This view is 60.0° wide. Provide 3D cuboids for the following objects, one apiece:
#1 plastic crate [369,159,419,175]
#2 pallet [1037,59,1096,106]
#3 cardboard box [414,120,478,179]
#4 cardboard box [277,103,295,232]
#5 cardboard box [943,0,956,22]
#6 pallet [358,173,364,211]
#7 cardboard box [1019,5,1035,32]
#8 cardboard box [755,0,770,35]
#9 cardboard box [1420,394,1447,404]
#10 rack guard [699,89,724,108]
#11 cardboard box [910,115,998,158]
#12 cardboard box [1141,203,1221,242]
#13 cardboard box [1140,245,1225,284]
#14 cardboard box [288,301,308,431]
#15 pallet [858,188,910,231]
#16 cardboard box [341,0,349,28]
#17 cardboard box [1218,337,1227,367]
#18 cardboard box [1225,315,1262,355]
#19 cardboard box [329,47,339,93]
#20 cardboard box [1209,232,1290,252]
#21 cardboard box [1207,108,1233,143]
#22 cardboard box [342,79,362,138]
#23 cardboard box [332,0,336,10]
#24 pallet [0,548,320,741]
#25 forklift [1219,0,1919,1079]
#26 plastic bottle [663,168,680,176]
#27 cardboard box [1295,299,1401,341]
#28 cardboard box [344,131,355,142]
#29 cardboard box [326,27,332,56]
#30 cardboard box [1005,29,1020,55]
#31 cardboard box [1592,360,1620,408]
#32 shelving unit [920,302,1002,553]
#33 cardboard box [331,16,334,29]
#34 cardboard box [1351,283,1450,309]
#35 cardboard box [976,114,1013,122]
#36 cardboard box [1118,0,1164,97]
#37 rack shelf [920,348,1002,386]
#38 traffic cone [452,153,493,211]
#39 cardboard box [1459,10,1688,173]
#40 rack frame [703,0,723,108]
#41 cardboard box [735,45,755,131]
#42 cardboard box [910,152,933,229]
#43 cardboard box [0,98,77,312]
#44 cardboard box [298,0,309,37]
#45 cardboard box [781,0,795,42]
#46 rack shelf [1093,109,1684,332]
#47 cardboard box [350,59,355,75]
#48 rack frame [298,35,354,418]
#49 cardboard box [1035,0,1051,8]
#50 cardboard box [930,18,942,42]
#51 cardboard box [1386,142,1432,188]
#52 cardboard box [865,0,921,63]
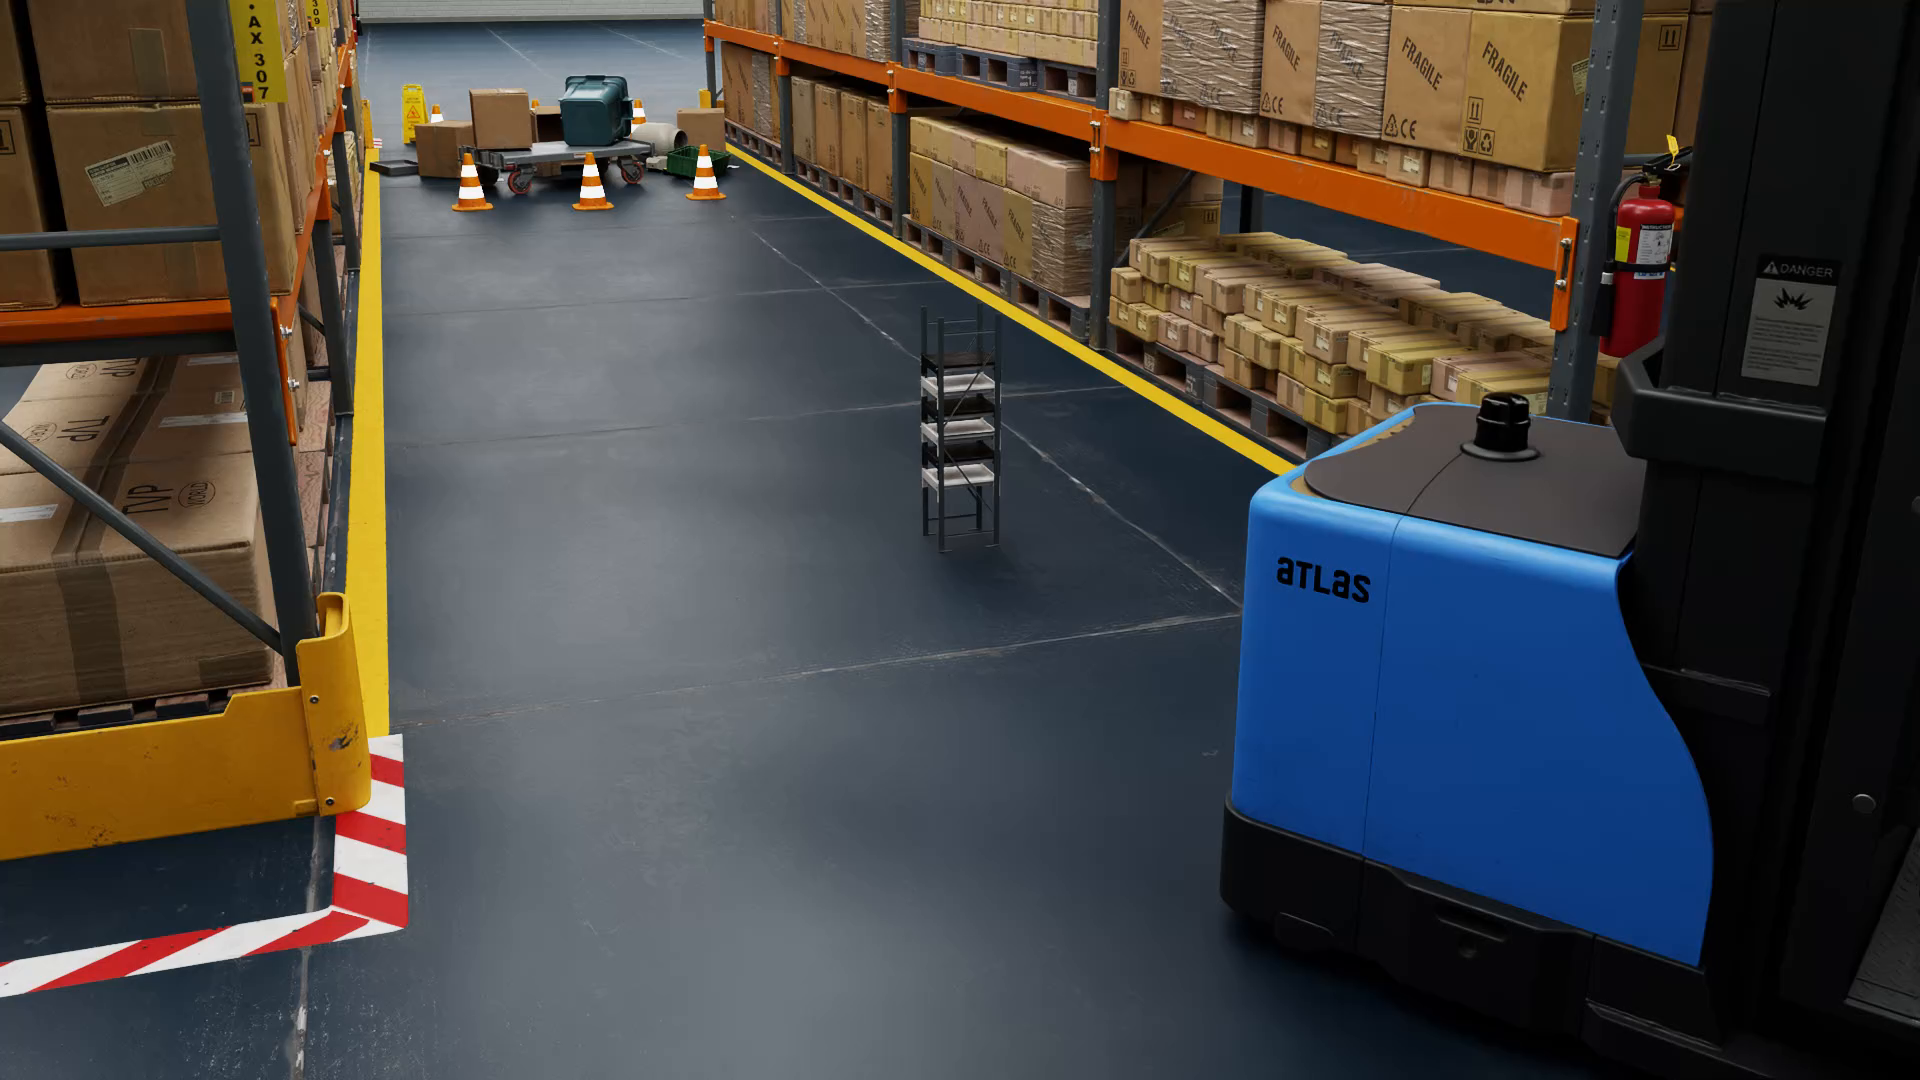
[{"bbox_3d":[-5.671,-3.763,16.775,0.402,0.080,0.583,-15,25,-36],"label":"plastic crate"},{"bbox_3d":[1.124,-2.708,9.801,1.003,0.211,1.213,-6,21,-17],"label":"pallet"},{"bbox_3d":[-5.001,-3.859,16.418,0.500,0.500,0.500,8,21,20],"label":"cardboard box"},{"bbox_3d":[-2.248,-1.086,4.855,0.500,0.500,0.500,-7,21,-18],"label":"cardboard box"},{"bbox_3d":[0.104,-3.692,11.568,0.380,0.149,0.250,-7,21,-19],"label":"cardboard box"},{"bbox_3d":[-5.710,-2.984,14.412,1.003,0.211,1.213,-6,21,-17],"label":"pallet"},{"bbox_3d":[0.583,-3.199,10.195,0.380,0.149,0.250,-8,21,-20],"label":"cardboard box"},{"bbox_3d":[-1.610,-5.466,16.976,0.875,0.550,0.550,-6,21,-17],"label":"cardboard box"},{"bbox_3d":[2.015,-0.478,6.467,0.380,0.149,0.250,-7,21,-18],"label":"cardboard box"},{"bbox_3d":[-2.554,-5.219,20.208,1.175,0.500,0.348,-6,21,-17],"label":"rack guard"},{"bbox_3d":[-0.045,-2.948,12.154,0.500,0.250,0.500,-7,21,-20],"label":"cardboard box"},{"bbox_3d":[1.245,-1.824,10.133,0.500,0.500,0.500,-6,20,-15],"label":"cardboard box"},{"bbox_3d":[1.168,-1.446,8.721,0.380,0.149,0.250,-5,20,-15],"label":"cardboard box"},{"bbox_3d":[-3.346,-0.758,7.258,0.875,0.438,0.875,-7,21,-18],"label":"cardboard box"},{"bbox_3d":[-0.208,-2.770,13.815,1.003,0.211,1.213,-6,21,-17],"label":"pallet"},{"bbox_3d":[-5.830,-4.904,15.044,0.500,0.500,0.500,-6,21,-17],"label":"cardboard box"},{"bbox_3d":[1.491,-0.924,8.147,0.380,0.149,0.250,-7,21,-20],"label":"cardboard box"},{"bbox_3d":[1.477,-0.971,7.840,0.380,0.149,0.250,-7,21,-18],"label":"cardboard box"},{"bbox_3d":[-4.118,-2.895,10.261,0.500,0.250,0.500,-6,21,-16],"label":"cardboard box"},{"bbox_3d":[1.585,-1.587,9.113,0.380,0.149,0.250,-6,21,-16],"label":"cardboard box"},{"bbox_3d":[1.386,-1.963,7.815,0.380,0.149,0.250,-6,21,-16],"label":"cardboard box"},{"bbox_3d":[-5.885,-4.021,15.510,0.500,0.500,0.500,-5,20,-15],"label":"cardboard box"},{"bbox_3d":[-5.280,-4.482,13.248,0.500,0.500,0.500,-6,21,-15],"label":"cardboard box"},{"bbox_3d":[-2.510,0.369,5.077,1.003,0.211,1.213,-6,21,-17],"label":"pallet"},{"bbox_3d":[2.091,-0.308,2.939,3.031,2.935,1.130,14,24,34],"label":"forklift"},{"bbox_3d":[-2.808,-3.650,16.488,0.283,0.061,0.133,17,26,39],"label":"plastic bottle"},{"bbox_3d":[1.713,-0.955,7.355,0.380,0.149,0.250,-7,21,-19],"label":"cardboard box"},{"bbox_3d":[-5.789,-3.339,14.541,0.950,0.372,0.625,-6,21,-17],"label":"cardboard box"},{"bbox_3d":[-3.961,-2.973,9.737,0.500,0.250,0.500,-7,21,-19],"label":"cardboard box"},{"bbox_3d":[0.500,-3.141,10.474,0.380,0.149,0.250,-5,20,-15],"label":"cardboard box"},{"bbox_3d":[2.641,-0.594,6.348,0.380,0.149,0.250,-7,21,-20],"label":"cardboard box"},{"bbox_3d":[0.003,-0.421,6.257,0.258,0.900,0.210,-6,21,-17],"label":"shelving unit"},{"bbox_3d":[-5.225,-4.161,13.314,0.380,0.149,0.250,-6,21,-17],"label":"cardboard box"},{"bbox_3d":[2.038,-1.085,7.715,0.380,0.149,0.250,-6,21,-17],"label":"cardboard box"},{"bbox_3d":[0.432,-3.003,12.308,0.500,0.250,0.500,-7,21,-18],"label":"cardboard box"},{"bbox_3d":[1.142,-2.539,8.459,0.500,0.500,0.500,-7,21,-18],"label":"cardboard box"},{"bbox_3d":[0.003,-0.644,6.177,0.258,0.077,0.200,-6,21,-17],"label":"rack shelf"},{"bbox_3d":[-4.237,-3.103,14.371,0.336,0.463,0.334,-6,21,-17],"label":"traffic cone"},{"bbox_3d":[2.097,-1.558,5.728,0.500,0.500,0.500,-6,21,-16],"label":"cardboard box"},{"bbox_3d":[-2.546,-6.388,19.764,1.000,3.000,0.127,-6,21,-17],"label":"rack frame"},{"bbox_3d":[-1.992,-5.093,18.681,0.875,0.875,0.875,-7,21,-18],"label":"cardboard box"},{"bbox_3d":[-0.051,-2.588,12.261,0.500,0.500,0.500,-7,21,-20],"label":"cardboard box"},{"bbox_3d":[-2.587,-0.869,4.251,0.500,0.500,0.500,-6,21,-17],"label":"cardboard box"},{"bbox_3d":[-3.031,-2.374,6.963,0.500,0.500,0.500,-7,21,-18],"label":"cardboard box"},{"bbox_3d":[-1.379,-4.954,15.624,0.500,0.500,0.500,-6,21,-17],"label":"cardboard box"},{"bbox_3d":[1.854,-1.557,7.378,1.077,0.370,4.000,-6,21,-17],"label":"rack shelf"},{"bbox_3d":[-6.031,-4.537,15.988,0.380,0.149,0.250,-6,20,-15],"label":"cardboard box"},{"bbox_3d":[-3.442,-1.979,7.489,1.000,3.000,0.127,-6,21,-17],"label":"rack frame"},{"bbox_3d":[0.667,-3.258,9.921,0.380,0.149,0.250,-6,21,-17],"label":"cardboard box"},{"bbox_3d":[0.002,-3.649,11.889,0.380,0.149,0.250,-5,20,-15],"label":"cardboard box"},{"bbox_3d":[1.874,-1.452,6.393,0.380,0.149,0.250,-6,21,-16],"label":"cardboard box"},{"bbox_3d":[-0.428,-3.984,12.923,0.500,0.500,0.500,-6,21,-17],"label":"cardboard box"}]
